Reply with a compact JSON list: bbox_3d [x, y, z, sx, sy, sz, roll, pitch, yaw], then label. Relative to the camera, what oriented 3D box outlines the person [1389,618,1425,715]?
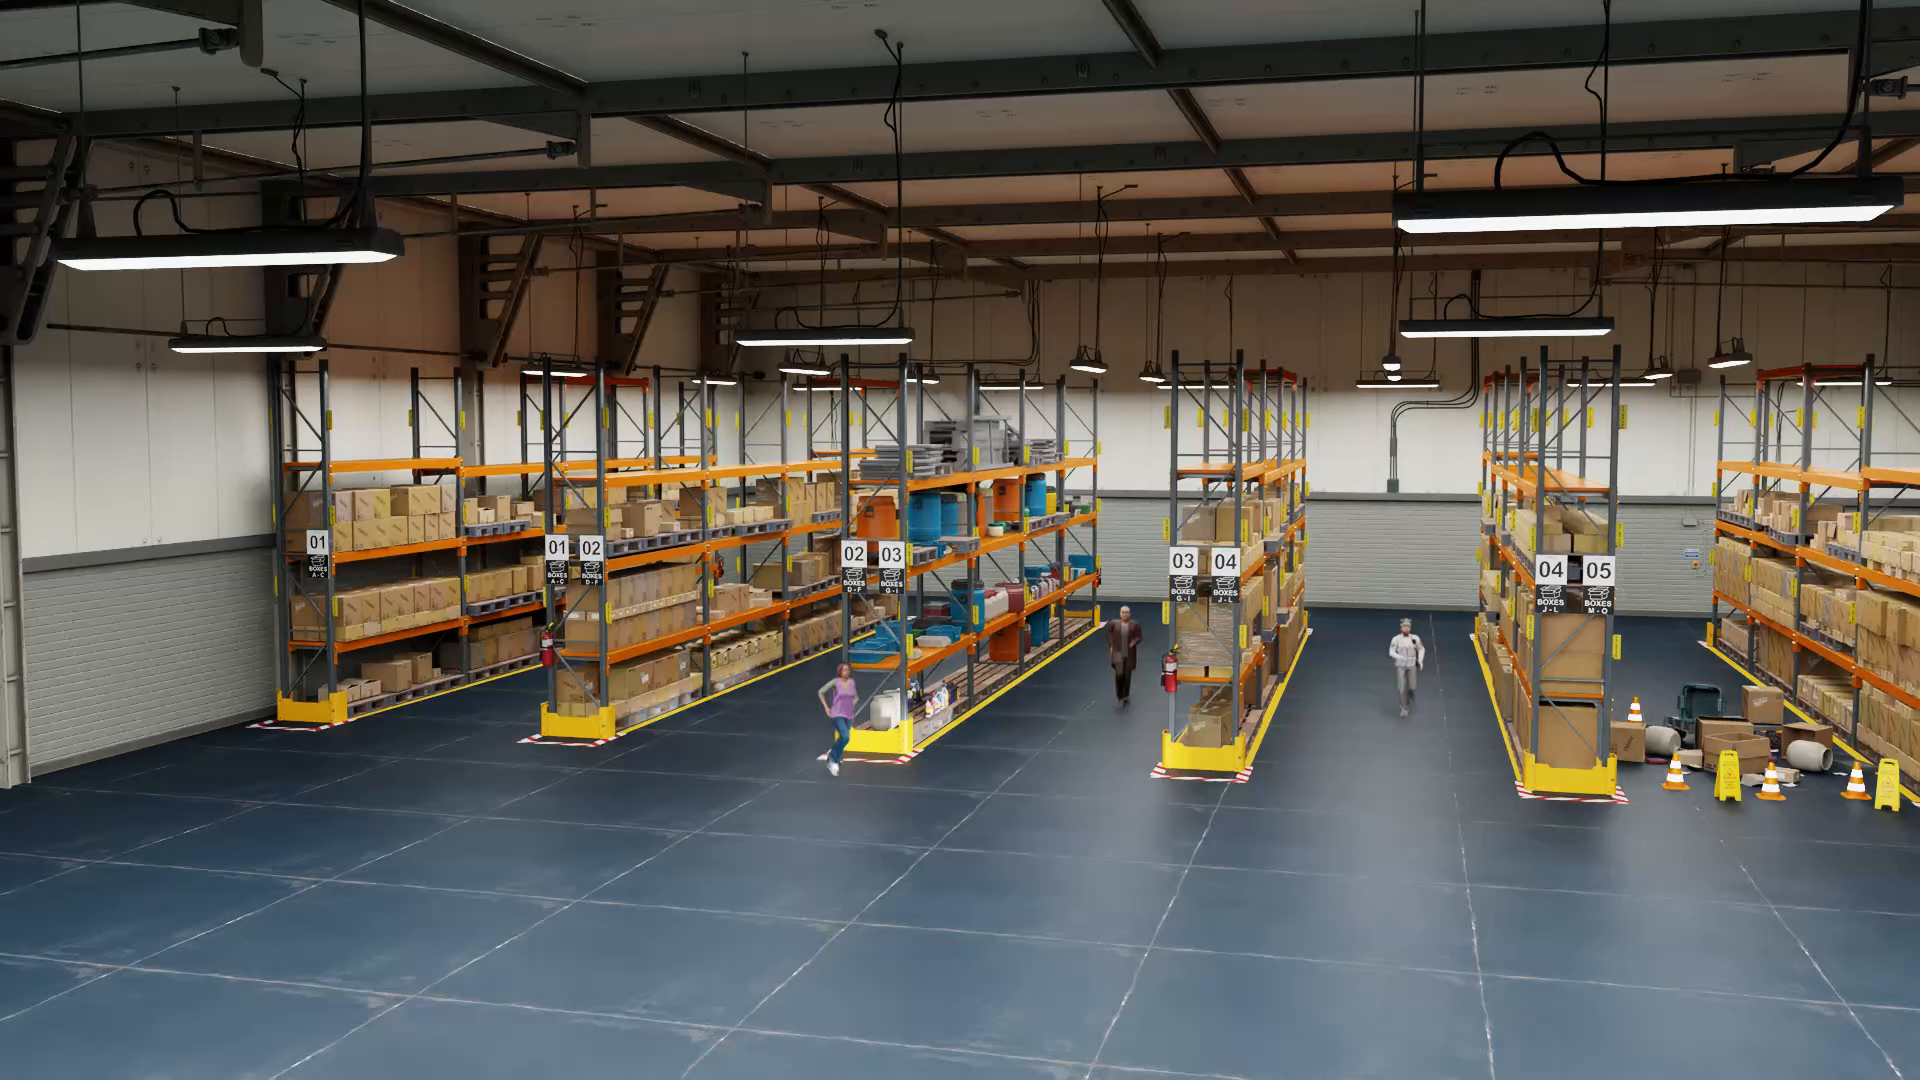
[{"bbox_3d":[7.549,2.149,28.087,0.597,1.660,0.569,1,4,12],"label":"person"}]

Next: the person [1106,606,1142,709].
[{"bbox_3d":[2.875,2.045,29.083,0.613,1.815,0.909,0,4,-1],"label":"person"}]

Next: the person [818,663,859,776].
[{"bbox_3d":[-1.672,2.517,23.504,0.519,1.575,0.623,-3,5,-40],"label":"person"}]
